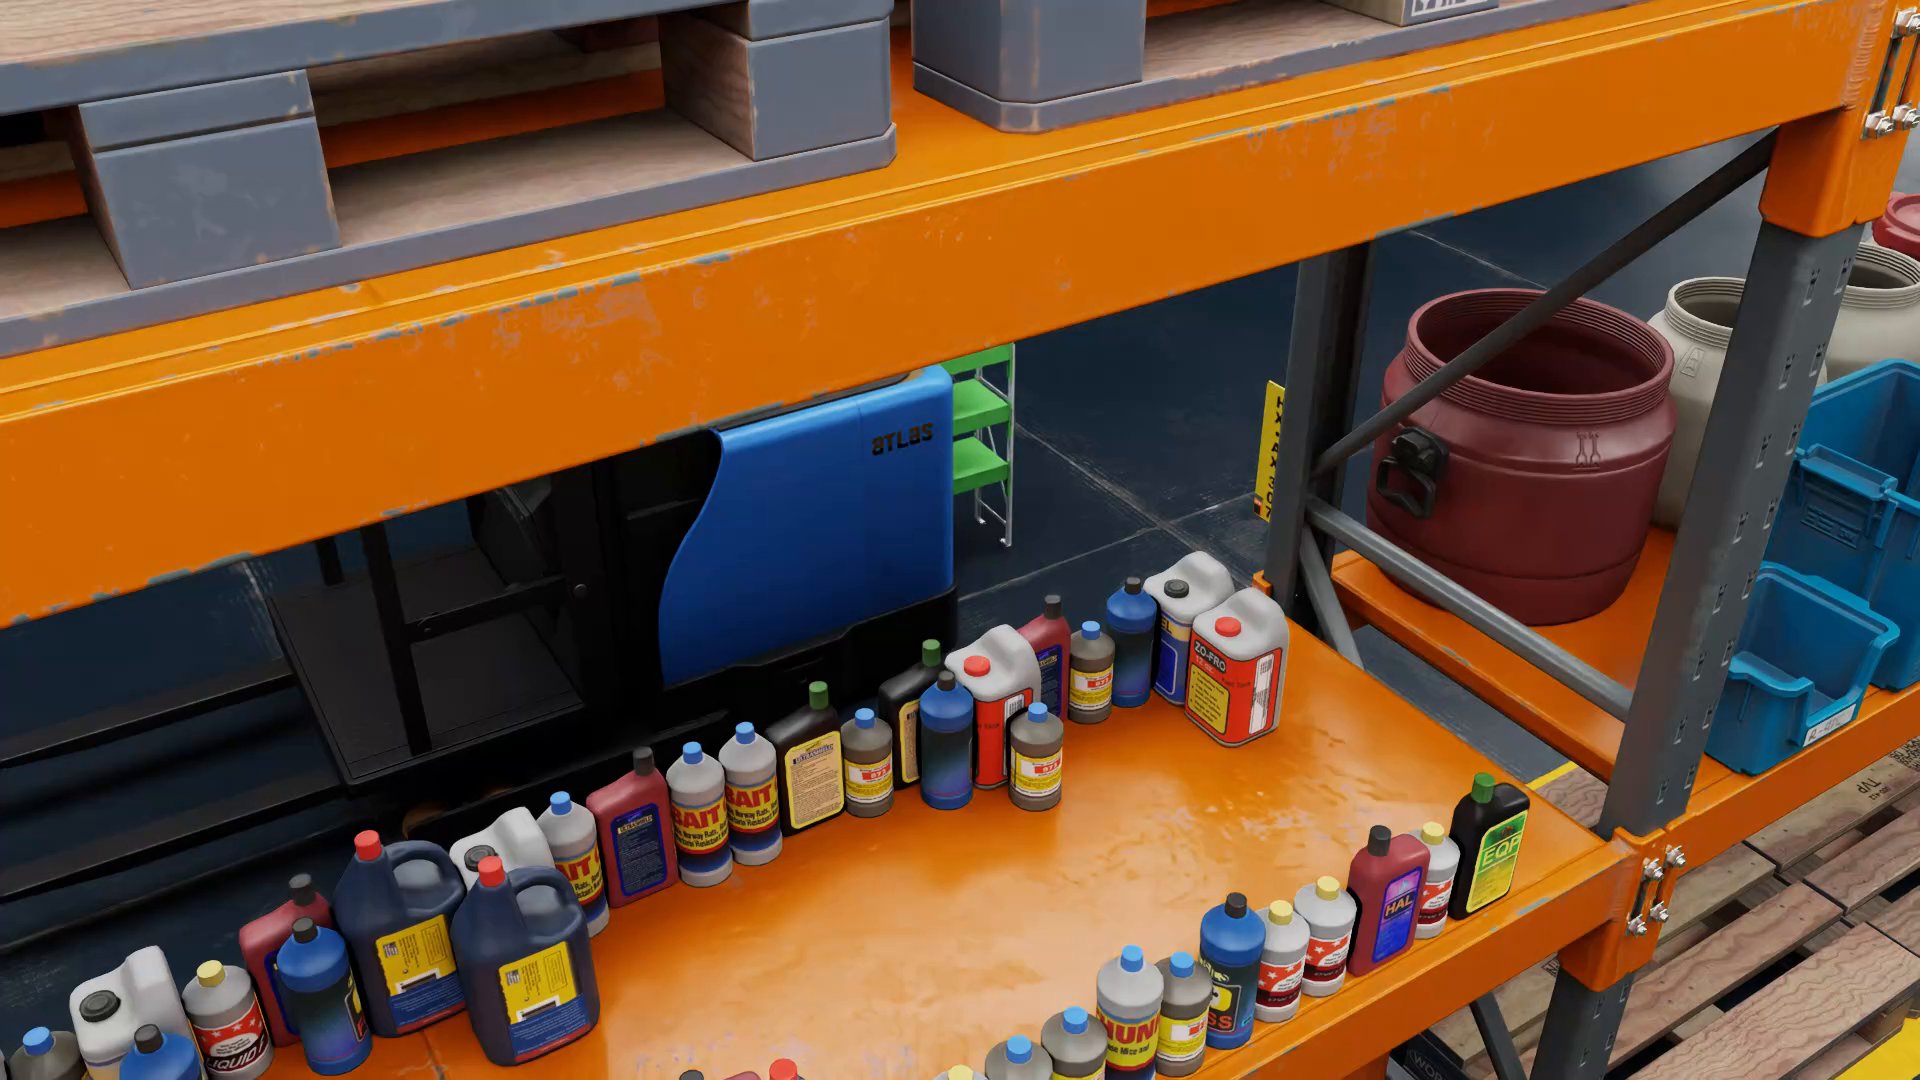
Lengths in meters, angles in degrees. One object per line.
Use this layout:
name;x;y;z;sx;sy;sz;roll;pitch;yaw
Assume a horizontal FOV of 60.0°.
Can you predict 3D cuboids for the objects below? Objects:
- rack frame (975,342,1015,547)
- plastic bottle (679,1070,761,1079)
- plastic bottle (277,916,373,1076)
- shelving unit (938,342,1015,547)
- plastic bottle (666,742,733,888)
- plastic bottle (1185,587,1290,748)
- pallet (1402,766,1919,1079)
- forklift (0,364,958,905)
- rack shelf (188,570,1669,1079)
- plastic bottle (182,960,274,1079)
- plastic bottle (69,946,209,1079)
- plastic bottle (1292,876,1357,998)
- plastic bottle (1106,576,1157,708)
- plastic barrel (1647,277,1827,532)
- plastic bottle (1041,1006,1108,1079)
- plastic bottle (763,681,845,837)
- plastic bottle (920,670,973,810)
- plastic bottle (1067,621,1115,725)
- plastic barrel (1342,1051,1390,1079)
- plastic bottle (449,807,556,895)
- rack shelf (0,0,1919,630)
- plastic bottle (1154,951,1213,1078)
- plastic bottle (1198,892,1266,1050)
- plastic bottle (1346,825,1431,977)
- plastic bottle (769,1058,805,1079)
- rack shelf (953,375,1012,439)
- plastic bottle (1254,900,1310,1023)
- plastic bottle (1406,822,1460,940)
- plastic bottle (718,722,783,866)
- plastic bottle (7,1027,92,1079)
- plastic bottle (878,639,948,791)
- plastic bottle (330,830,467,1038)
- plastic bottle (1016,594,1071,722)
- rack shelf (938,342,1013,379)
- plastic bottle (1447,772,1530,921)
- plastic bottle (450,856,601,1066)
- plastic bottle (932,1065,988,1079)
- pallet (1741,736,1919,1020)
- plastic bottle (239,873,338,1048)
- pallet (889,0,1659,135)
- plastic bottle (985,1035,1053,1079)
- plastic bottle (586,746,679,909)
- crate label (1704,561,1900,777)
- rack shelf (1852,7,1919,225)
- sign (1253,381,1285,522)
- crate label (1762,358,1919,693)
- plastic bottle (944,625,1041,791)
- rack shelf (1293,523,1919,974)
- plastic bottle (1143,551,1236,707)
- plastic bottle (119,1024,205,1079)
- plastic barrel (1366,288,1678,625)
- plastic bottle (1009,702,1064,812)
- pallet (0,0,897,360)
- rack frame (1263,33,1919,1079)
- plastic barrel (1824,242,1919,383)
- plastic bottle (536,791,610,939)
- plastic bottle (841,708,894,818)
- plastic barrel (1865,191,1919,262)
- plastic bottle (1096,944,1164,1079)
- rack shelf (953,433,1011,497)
rack frame;0.125;-0.538;5.978;0.015;1.200;0.240;-18;36;-26
plastic bottle;-0.320;0.813;2.260;0.133;0.283;0.061;-19;37;-27
plastic bottle;-0.956;0.673;2.492;0.097;0.271;0.097;0;32;0
shelving unit;-0.085;-0.472;5.873;0.503;1.200;0.258;-18;36;-26
plastic bottle;-0.445;0.459;2.832;0.097;0.271;0.097;0;32;0
plastic bottle;0.527;0.237;3.179;0.135;0.276;0.152;-19;37;-27
pallet;1.655;1.109;4.294;1.213;0.211;1.003;-19;37;-27
forklift;-1.535;-0.647;4.528;3.031;2.935;1.130;-18;36;-26
rack shelf;-0.698;1.018;2.498;4.000;0.370;1.077;-19;37;-27
plastic bottle;-1.101;0.714;2.492;0.097;0.201;0.097;0;32;0
plastic bottle;-1.184;0.728;2.400;0.135;0.276;0.152;-19;37;-27
plastic bottle;0.573;0.620;2.642;0.097;0.201;0.097;0;32;0
plastic bottle;0.332;0.192;3.255;0.097;0.271;0.097;0;32;0
plastic barrel;1.732;-0.304;3.816;0.421;0.512;0.421;0;32;0
plastic bottle;0.164;0.761;2.419;0.097;0.201;0.097;0;32;0
plastic bottle;-0.276;0.384;2.939;0.133;0.283;0.061;-19;37;-27
plastic bottle;-0.024;0.353;3.000;0.097;0.271;0.097;0;32;0
plastic bottle;0.250;0.249;3.229;0.097;0.201;0.097;0;32;0
plastic barrel;0.581;1.025;3.454;0.708;0.830;0.600;-19;37;-27
plastic bottle;-0.721;0.569;2.652;0.135;0.276;0.152;-19;37;-27
rack shelf;-0.698;-0.250;1.698;4.000;0.370;1.077;-19;37;-27
plastic bottle;0.328;0.704;2.508;0.097;0.201;0.097;0;32;0
plastic bottle;0.410;0.647;2.534;0.097;0.271;0.097;0;32;0
plastic bottle;0.680;0.560;2.660;0.133;0.283;0.061;-19;37;-27
plastic bottle;-0.243;0.823;2.180;0.185;0.351;0.144;-19;37;-27
rack shelf;-0.085;-0.418;5.907;0.480;0.148;0.258;-18;36;-26
plastic bottle;0.492;0.648;2.597;0.097;0.201;0.097;0;32;0
plastic bottle;0.767;0.553;2.747;0.097;0.201;0.097;0;32;0
plastic bottle;-0.363;0.431;2.876;0.097;0.271;0.097;0;32;0
plastic bottle;-1.296;0.781;2.386;0.097;0.201;0.097;0;32;0
plastic bottle;-0.082;0.317;3.045;0.133;0.283;0.061;-19;37;-27
plastic bottle;-0.858;0.582;2.562;0.185;0.351;0.144;-19;37;-27
plastic bottle;0.143;0.240;3.167;0.133;0.283;0.061;-19;37;-27
rack shelf;-0.085;-0.621;5.779;0.480;0.148;0.258;-18;36;-26
plastic bottle;0.874;0.494;2.766;0.133;0.283;0.061;-19;37;-27
plastic bottle;-0.662;0.612;2.515;0.185;0.351;0.144;-19;37;-27
plastic bottle;0.001;0.817;2.329;0.097;0.201;0.097;0;32;0
pallet;2.680;0.758;4.850;1.213;0.211;1.003;-19;37;-27
plastic bottle;-1.014;0.638;2.536;0.133;0.283;0.061;-19;37;-27
pallet;0.287;-0.876;2.192;1.213;0.211;1.003;-19;37;-27
plastic bottle;0.083;0.789;2.374;0.097;0.201;0.097;0;32;0
plastic bottle;-0.552;0.479;2.789;0.133;0.283;0.061;-19;37;-27
crate label;1.540;0.253;3.194;0.416;0.233;0.303;-19;37;-27
rack shelf;2.664;-1.407;3.531;4.000;0.370;1.077;-19;37;-27
sign;0.679;-0.178;3.567;0.005;0.325;0.100;-19;37;-27
crate label;1.965;-0.045;3.477;0.616;0.435;0.502;-19;37;-27
plastic bottle;0.055;0.302;3.076;0.135;0.276;0.152;-19;37;-27
rack shelf;2.664;-0.138;4.331;4.000;0.370;1.077;-19;37;-27
plastic bottle;0.444;0.169;3.288;0.135;0.276;0.152;-19;37;-27
plastic bottle;-1.101;0.781;2.321;0.097;0.271;0.097;0;32;0
plastic barrel;1.209;-0.192;3.615;0.708;0.536;0.600;-19;37;-27
plastic bottle;0.139;0.384;3.015;0.097;0.201;0.097;0;32;0
pallet;-0.821;-0.496;1.591;1.213;0.211;1.003;-19;37;-27
rack frame;0.983;0.136;3.223;0.127;3.000;1.000;-19;37;-27
plastic barrel;2.086;-0.426;4.009;0.421;0.512;0.421;0;32;0
plastic bottle;-0.639;0.526;2.726;0.097;0.271;0.097;0;32;0
plastic bottle;-0.169;0.394;3.001;0.097;0.201;0.097;0;32;0
plastic barrel;2.442;-0.562;4.203;0.433;0.535;0.433;0;32;0
plastic bottle;0.246;0.703;2.445;0.097;0.271;0.097;0;32;0
rack shelf;-0.085;-0.215;6.035;0.480;0.148;0.258;-18;36;-26
